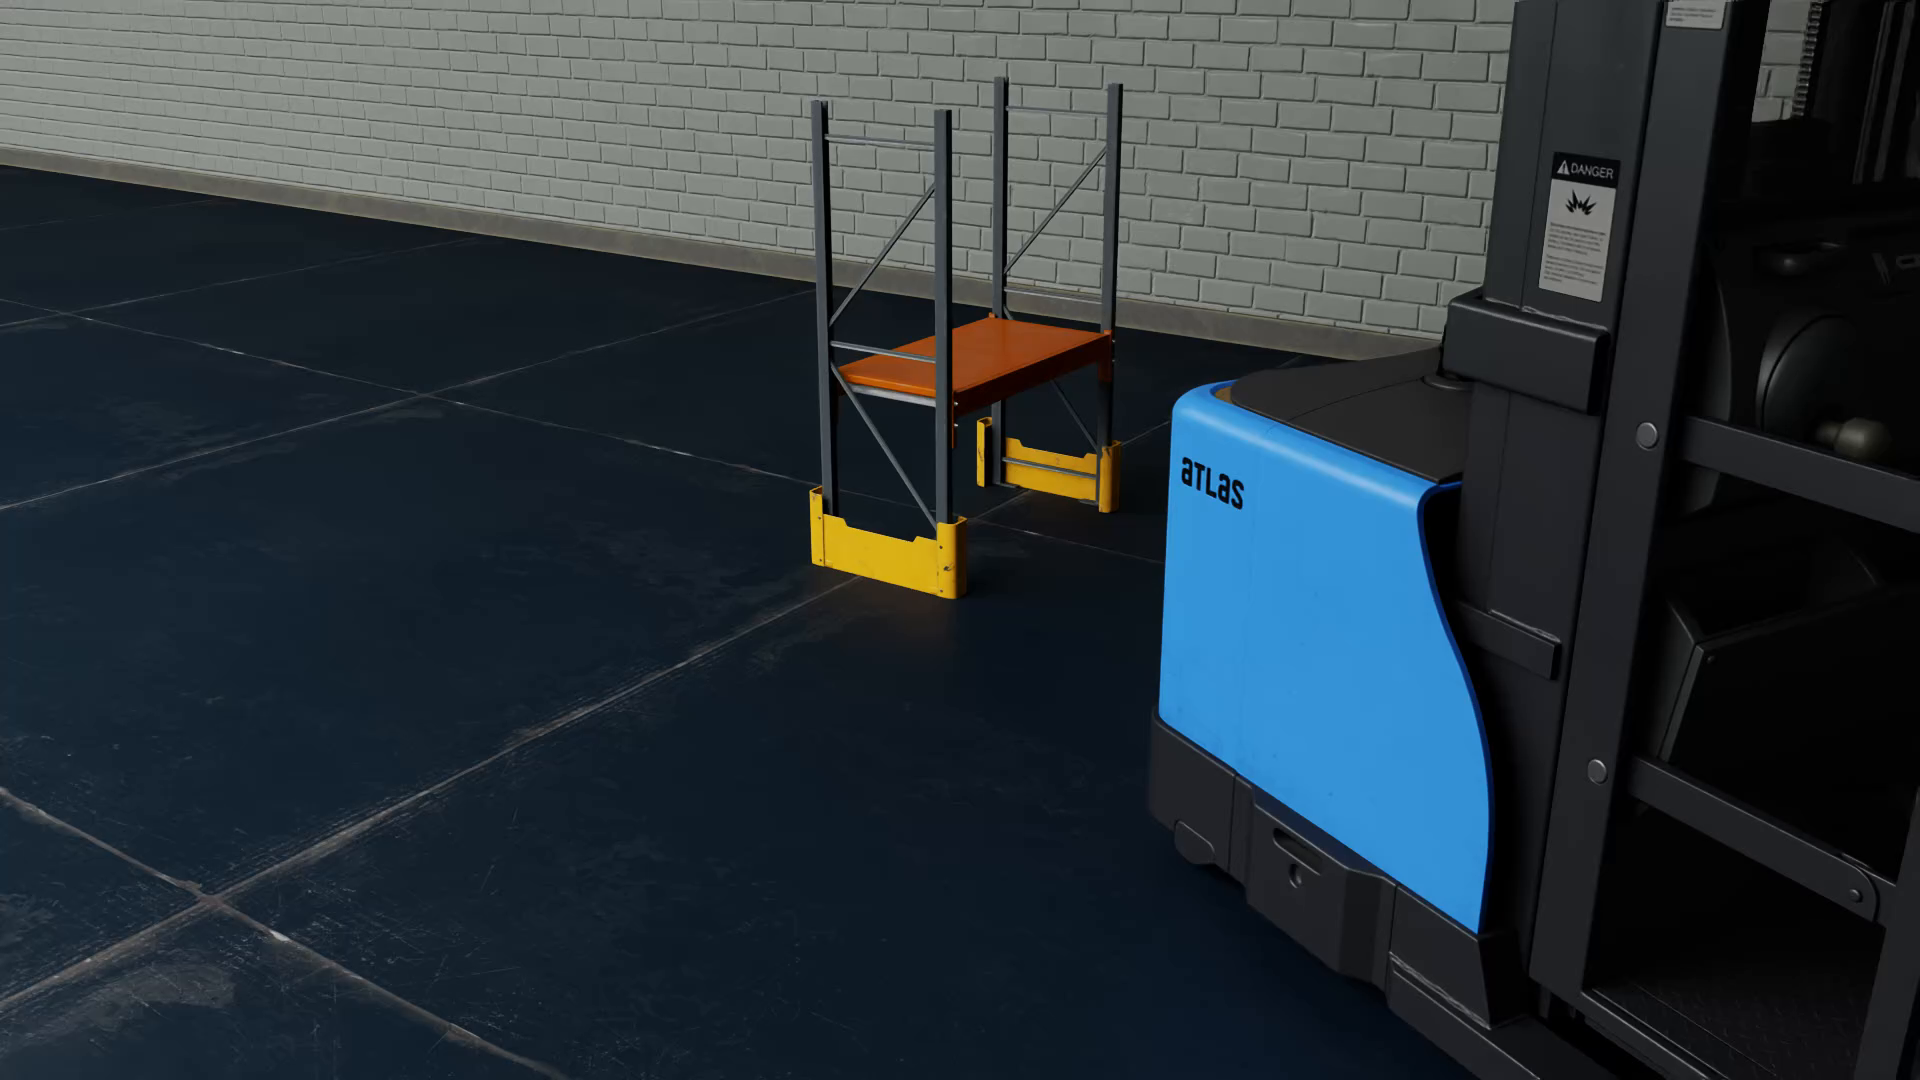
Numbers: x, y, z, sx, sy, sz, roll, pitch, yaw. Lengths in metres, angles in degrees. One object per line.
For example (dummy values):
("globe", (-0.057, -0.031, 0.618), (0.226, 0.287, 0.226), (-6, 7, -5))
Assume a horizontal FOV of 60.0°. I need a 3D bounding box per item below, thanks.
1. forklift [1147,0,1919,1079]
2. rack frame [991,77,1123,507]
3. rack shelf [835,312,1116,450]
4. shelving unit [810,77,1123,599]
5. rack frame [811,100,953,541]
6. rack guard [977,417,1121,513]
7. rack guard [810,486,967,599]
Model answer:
("forklift", (1.589, -0.326, 2.423), (1.130, 2.935, 3.031), (-11, 23, -27))
("rack frame", (0.334, -0.874, 5.965), (0.500, 1.500, 0.032), (13, 24, 32))
("rack shelf", (0.048, -0.559, 5.633), (0.538, 0.185, 1.000), (13, 24, 32))
("shelving unit", (0.043, -0.725, 5.564), (0.587, 1.500, 1.083), (13, 24, 32))
("rack frame", (-0.238, -0.582, 5.177), (0.500, 1.500, 0.032), (13, 24, 32))
("rack guard", (0.323, -0.282, 6.167), (0.587, 0.250, 0.087), (13, 24, 32))
("rack guard", (-0.237, 0.004, 5.394), (0.587, 0.250, 0.087), (13, 24, 32))
